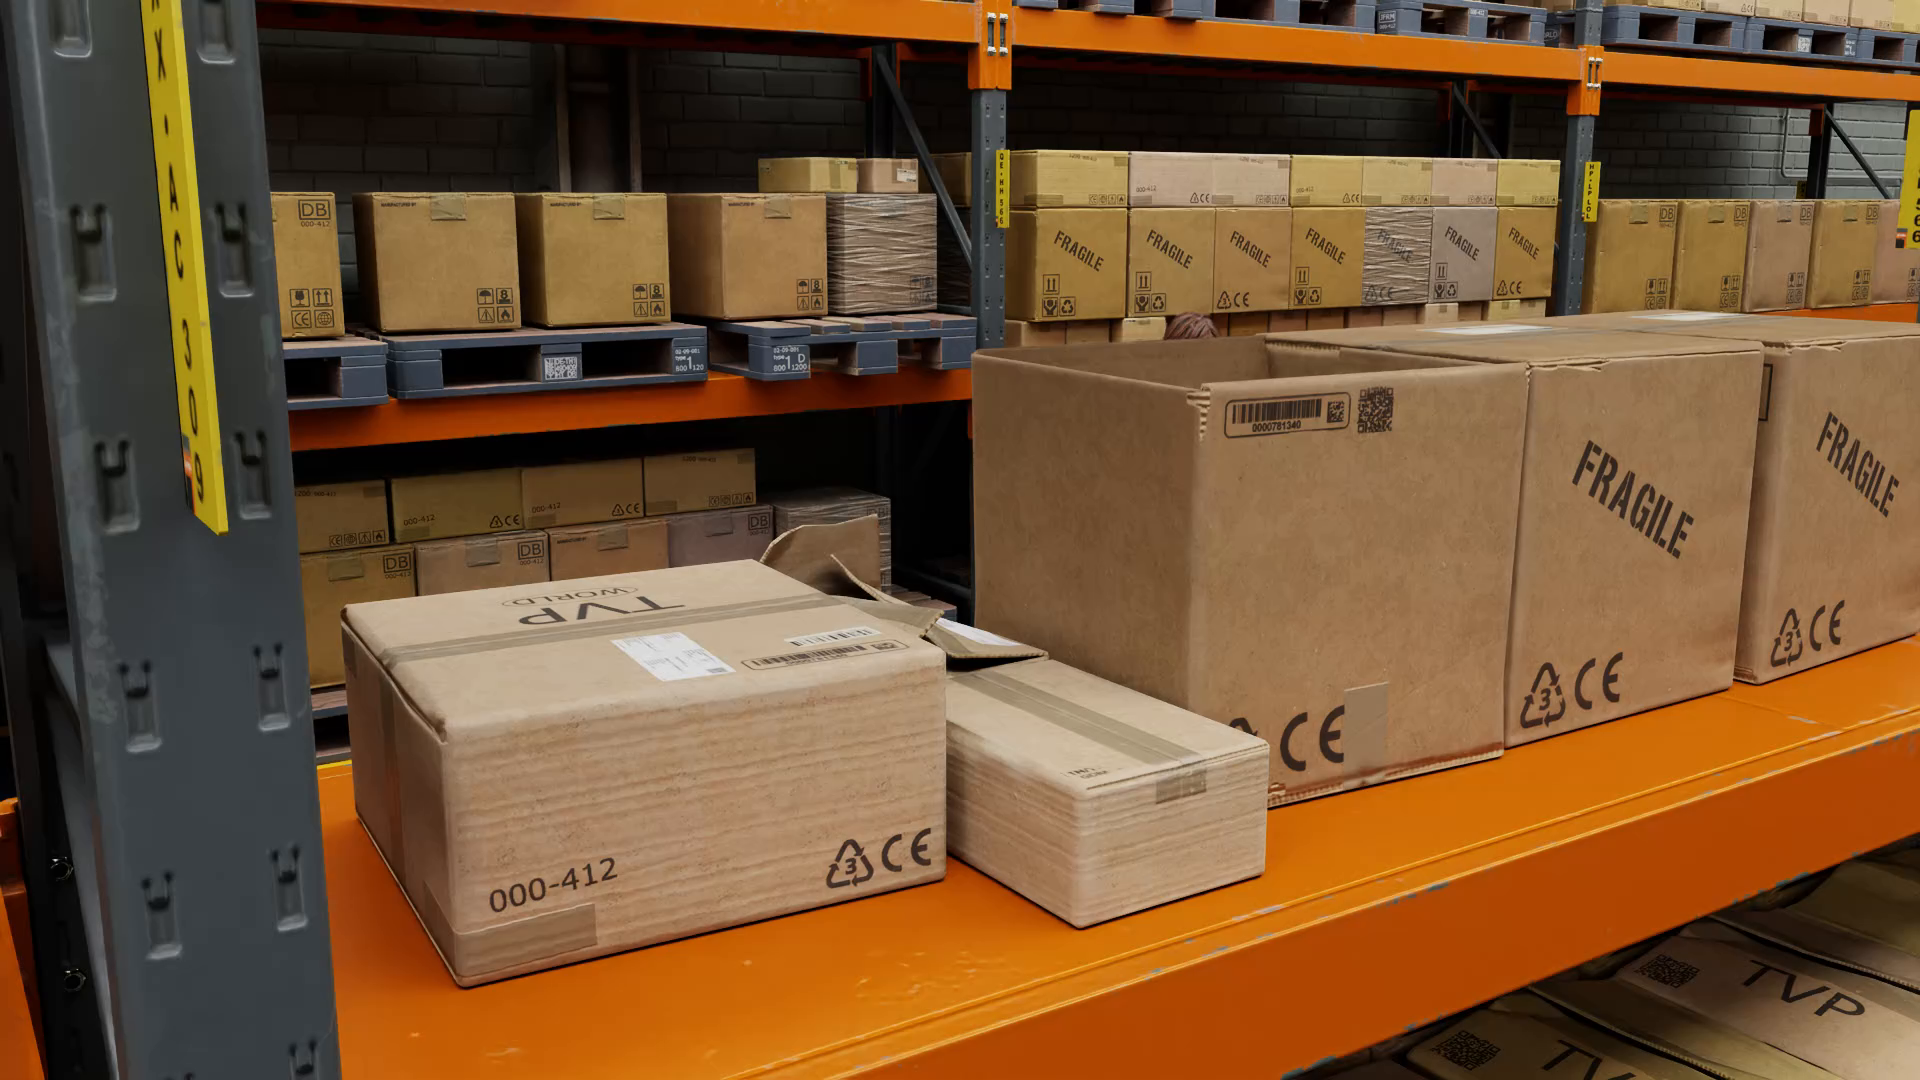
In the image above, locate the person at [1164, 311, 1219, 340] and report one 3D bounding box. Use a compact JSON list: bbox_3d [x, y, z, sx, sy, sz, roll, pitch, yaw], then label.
[{"bbox_3d":[0.861,-0.078,6.375,0.407,1.594,0.301,-7,14,-32],"label":"person"}]
